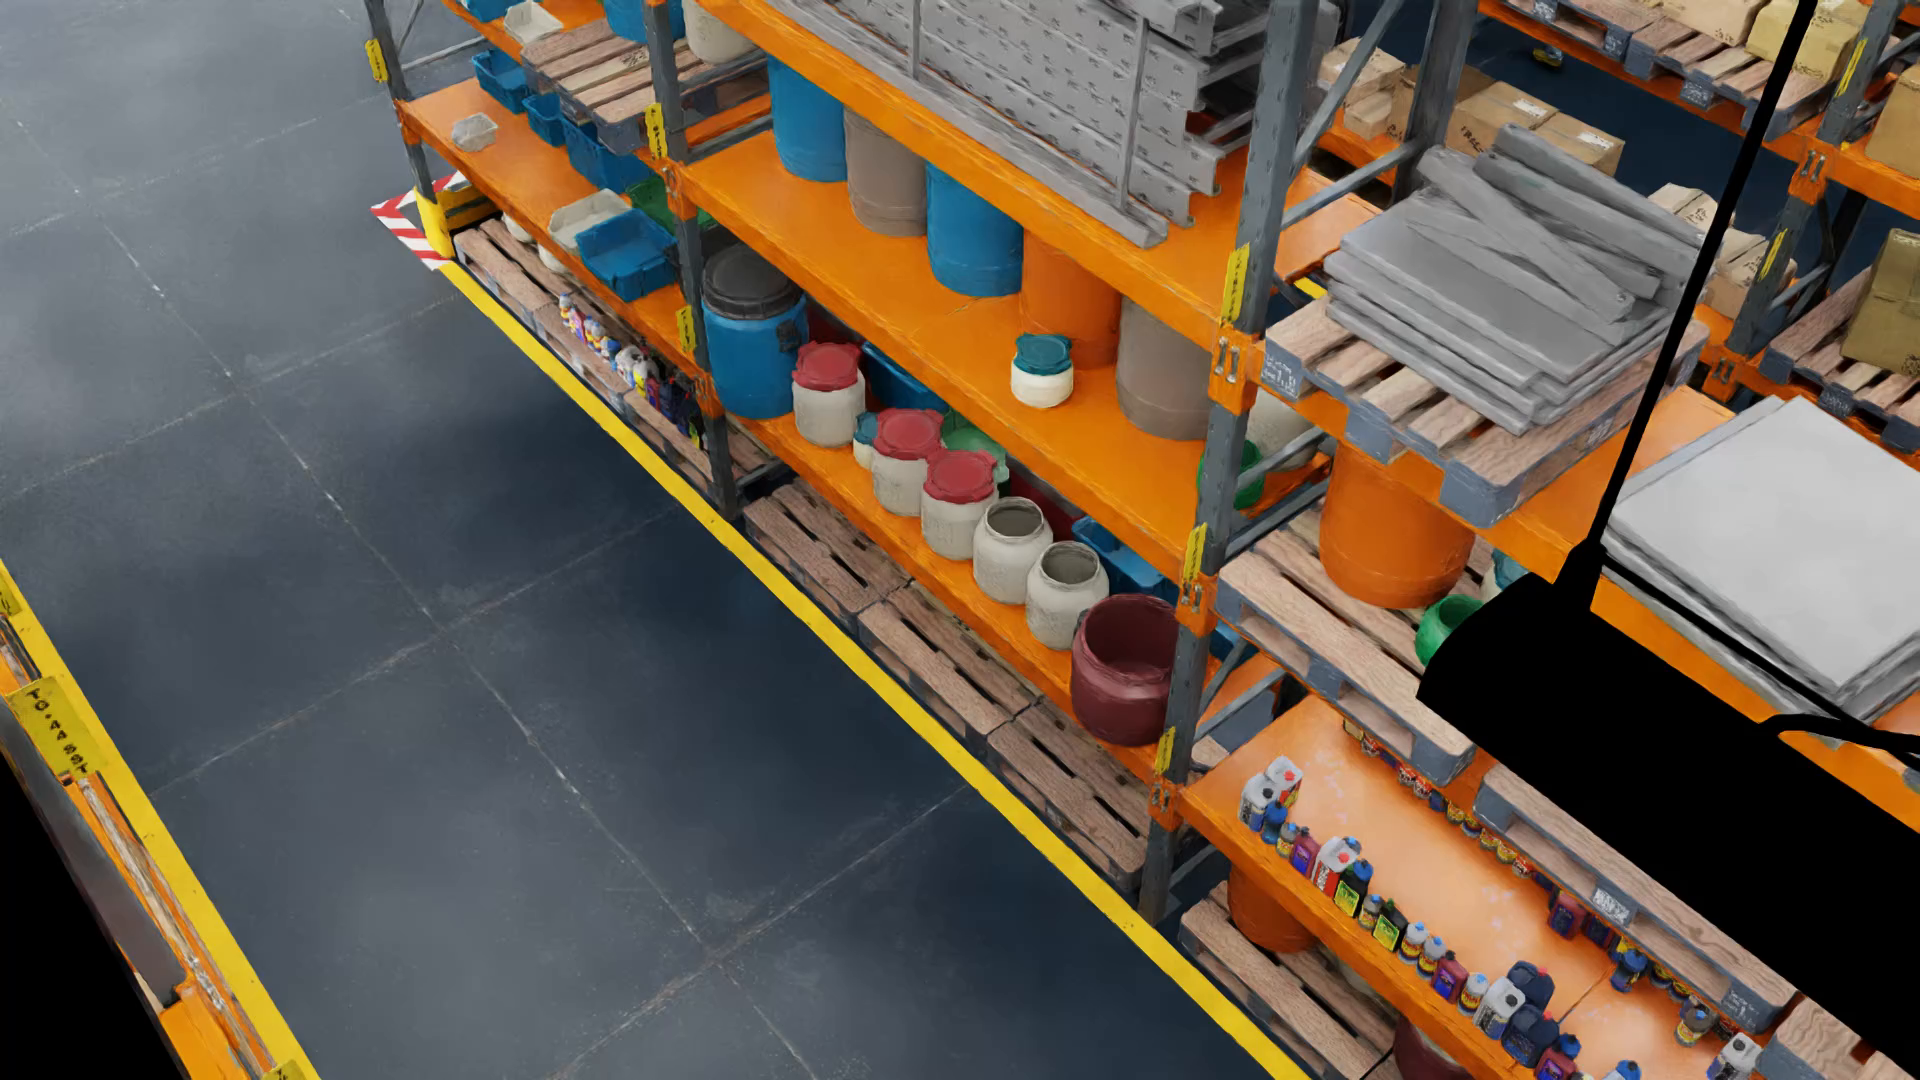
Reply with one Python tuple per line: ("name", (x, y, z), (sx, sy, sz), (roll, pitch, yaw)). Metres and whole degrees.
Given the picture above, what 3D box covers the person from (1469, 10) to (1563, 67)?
("person", (5.004, -5.099, 14.643), (0.577, 1.691, 1.121), (-30, 53, -25))
